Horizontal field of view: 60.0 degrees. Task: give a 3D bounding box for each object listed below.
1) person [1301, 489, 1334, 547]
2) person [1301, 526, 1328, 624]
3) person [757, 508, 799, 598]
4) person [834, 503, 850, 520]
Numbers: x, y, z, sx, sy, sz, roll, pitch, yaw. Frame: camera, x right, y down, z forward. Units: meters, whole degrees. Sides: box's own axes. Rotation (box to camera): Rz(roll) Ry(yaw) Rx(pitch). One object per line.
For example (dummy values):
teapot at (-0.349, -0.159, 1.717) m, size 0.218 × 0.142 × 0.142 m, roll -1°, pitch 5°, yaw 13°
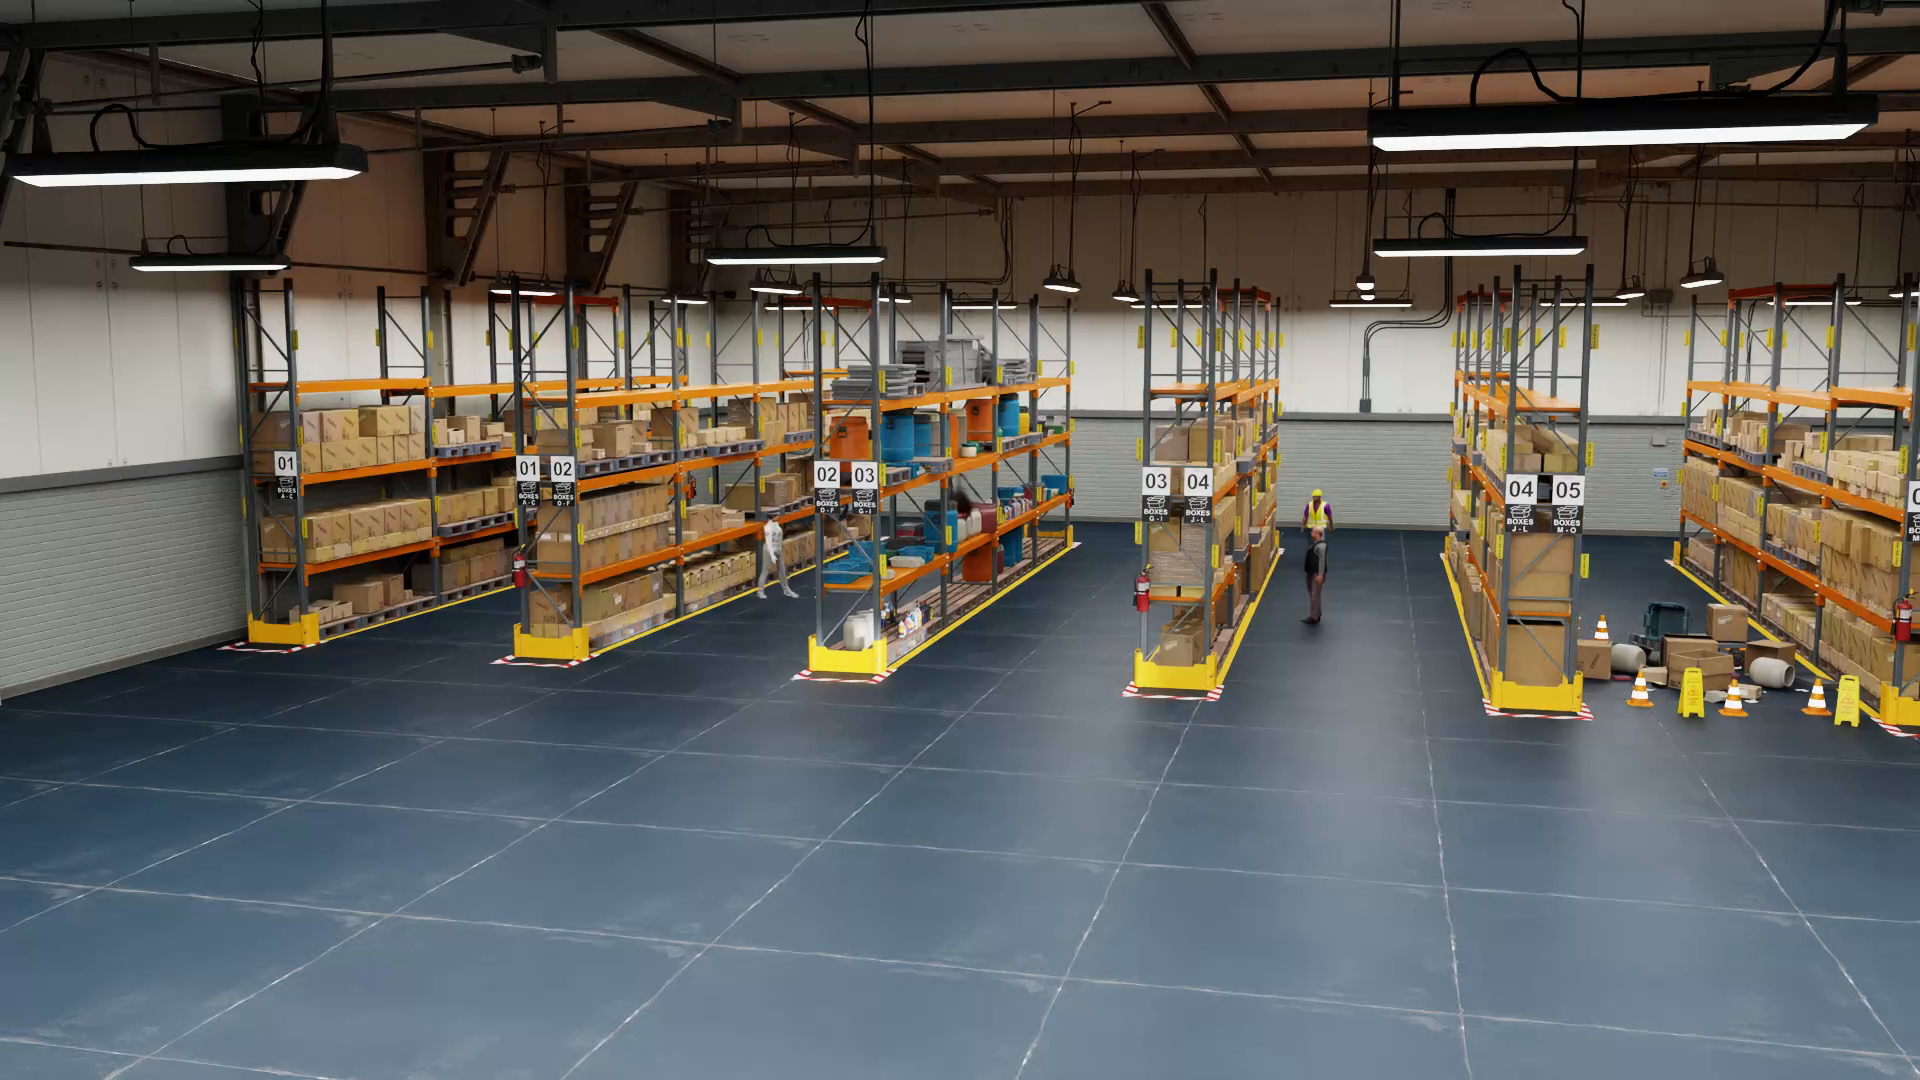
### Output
person at (7.919, -0.267, 36.867) m, size 0.706 × 1.721 × 1.042 m, roll 2°, pitch 7°, yaw 14°
person at (6.281, 0.616, 29.562) m, size 0.586 × 1.721 × 0.528 m, roll -3°, pitch 7°, yaw -21°
person at (-3.377, 0.239, 30.487) m, size 0.600 × 1.672 × 0.630 m, roll 4°, pitch 8°, yaw 29°
person at (-3.236, -1.288, 45.875) m, size 0.516 × 1.578 × 0.428 m, roll 6°, pitch 9°, yaw 43°
